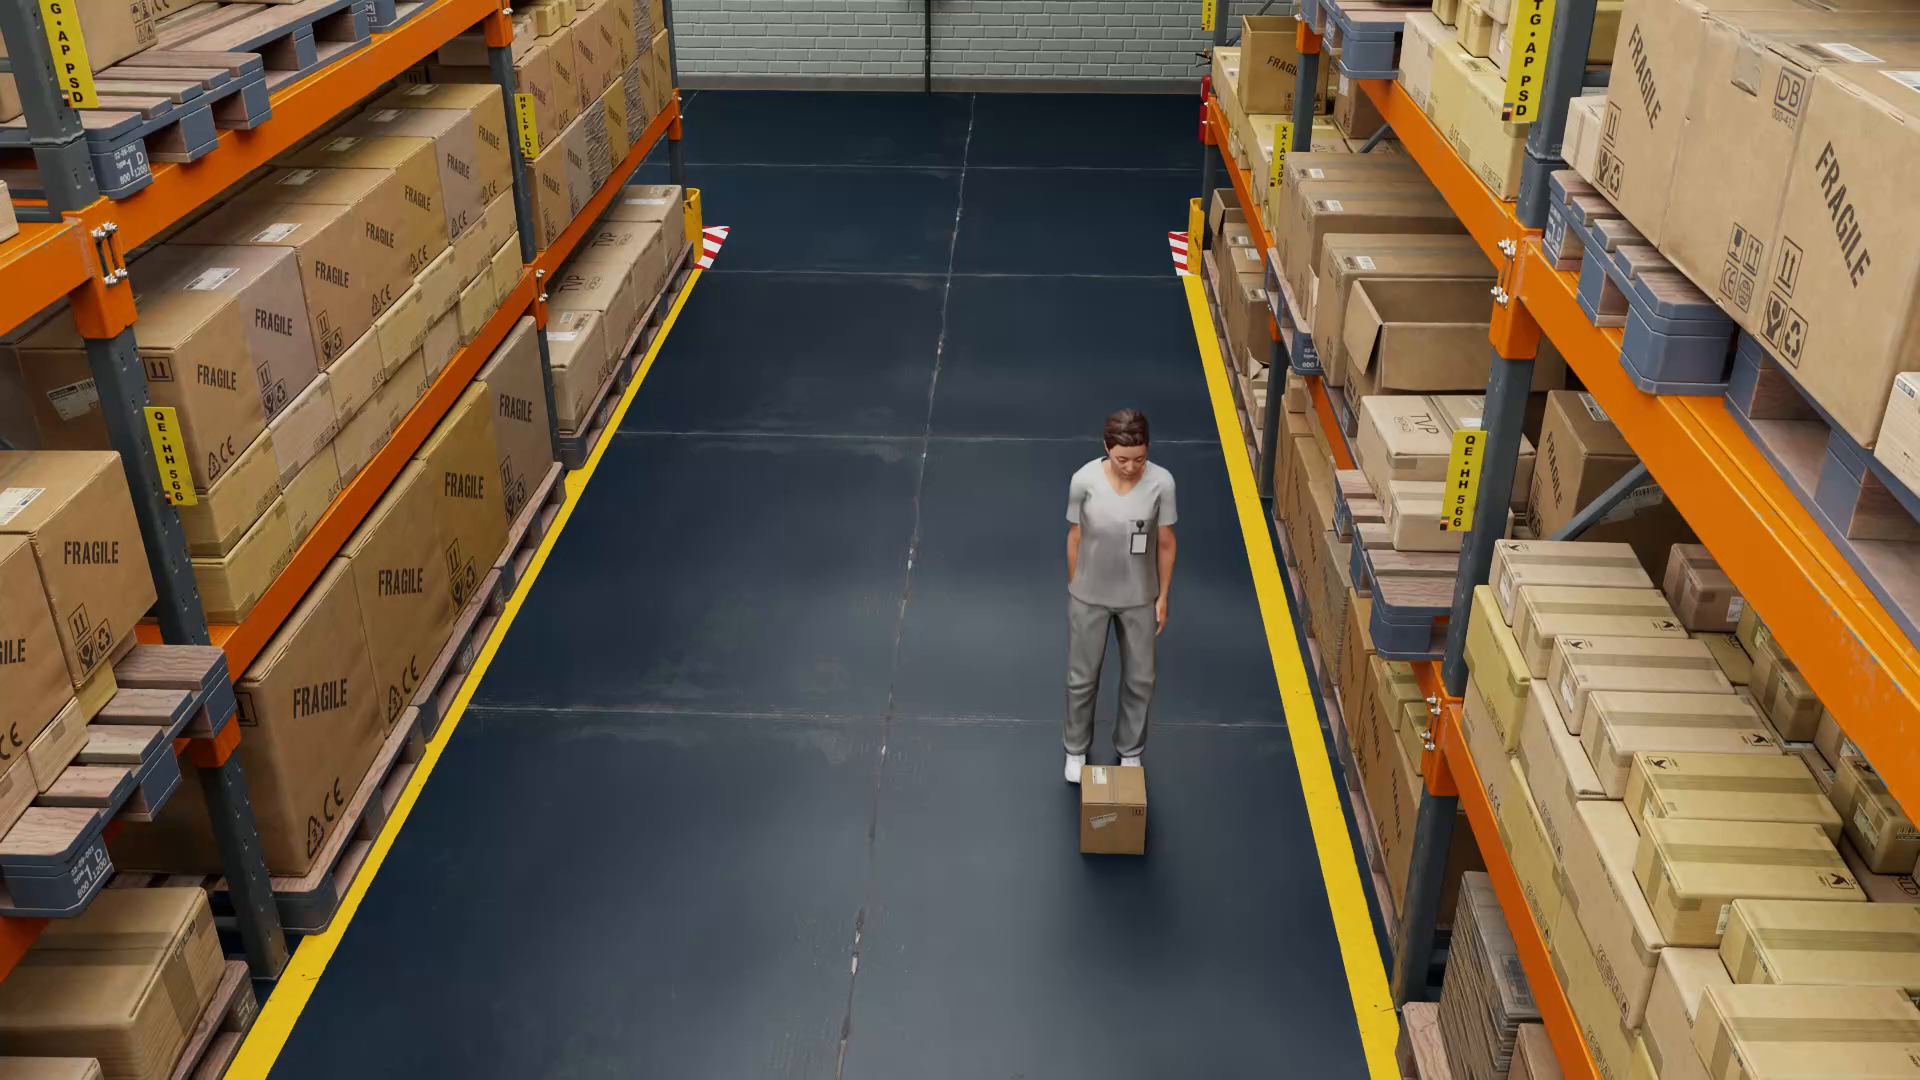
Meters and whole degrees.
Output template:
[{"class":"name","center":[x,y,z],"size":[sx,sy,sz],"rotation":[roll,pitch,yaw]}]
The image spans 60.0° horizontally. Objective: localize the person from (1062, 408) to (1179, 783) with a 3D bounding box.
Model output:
[{"class":"person","center":[0.640,0.223,6.721],"size":[0.445,1.669,0.355],"rotation":[1,28,2]}]
